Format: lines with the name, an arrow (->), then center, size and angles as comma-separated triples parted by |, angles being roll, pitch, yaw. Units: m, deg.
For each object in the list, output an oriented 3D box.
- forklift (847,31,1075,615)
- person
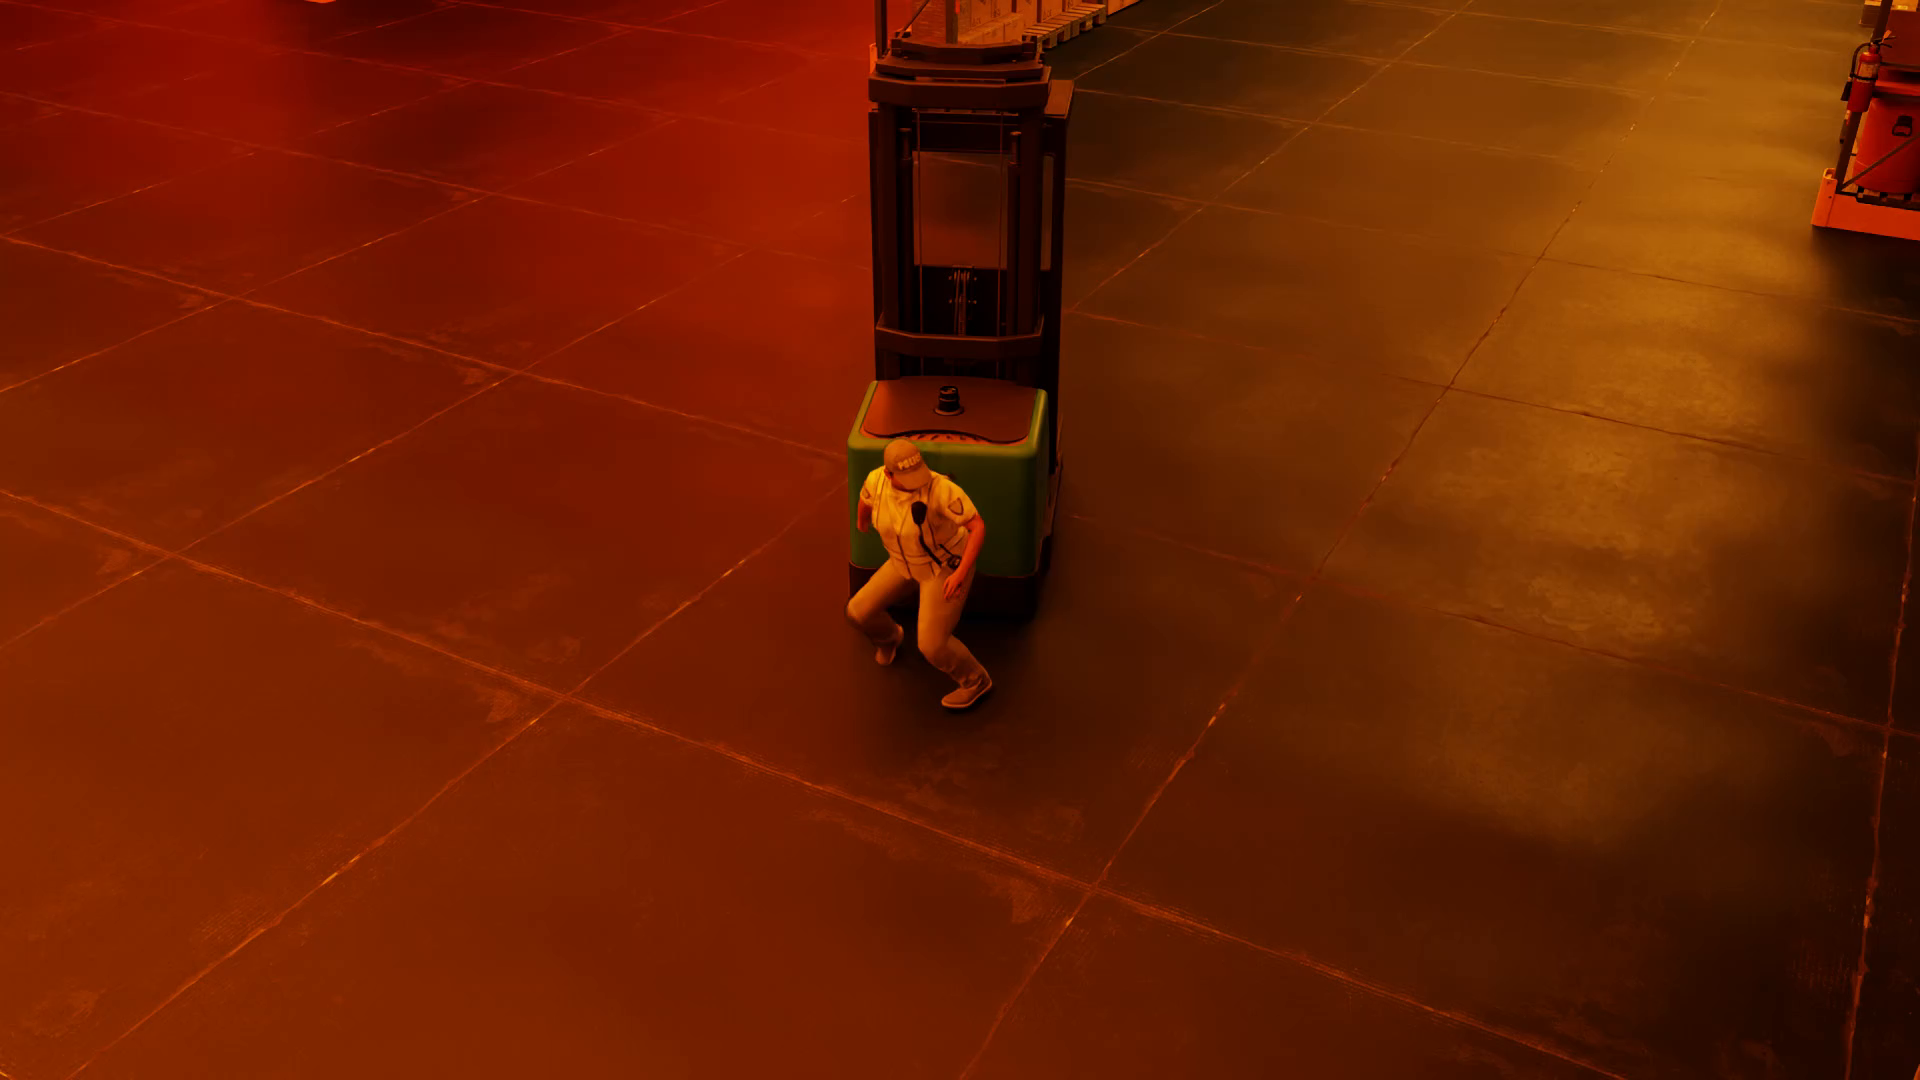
forklift -> 0.072, -1.572, 9.794 | 1.130, 2.935, 3.031 | 3, 30, 6
person -> -0.244, 0.135, 8.362 | 0.936, 1.568, 0.520 | 22, 36, 32
